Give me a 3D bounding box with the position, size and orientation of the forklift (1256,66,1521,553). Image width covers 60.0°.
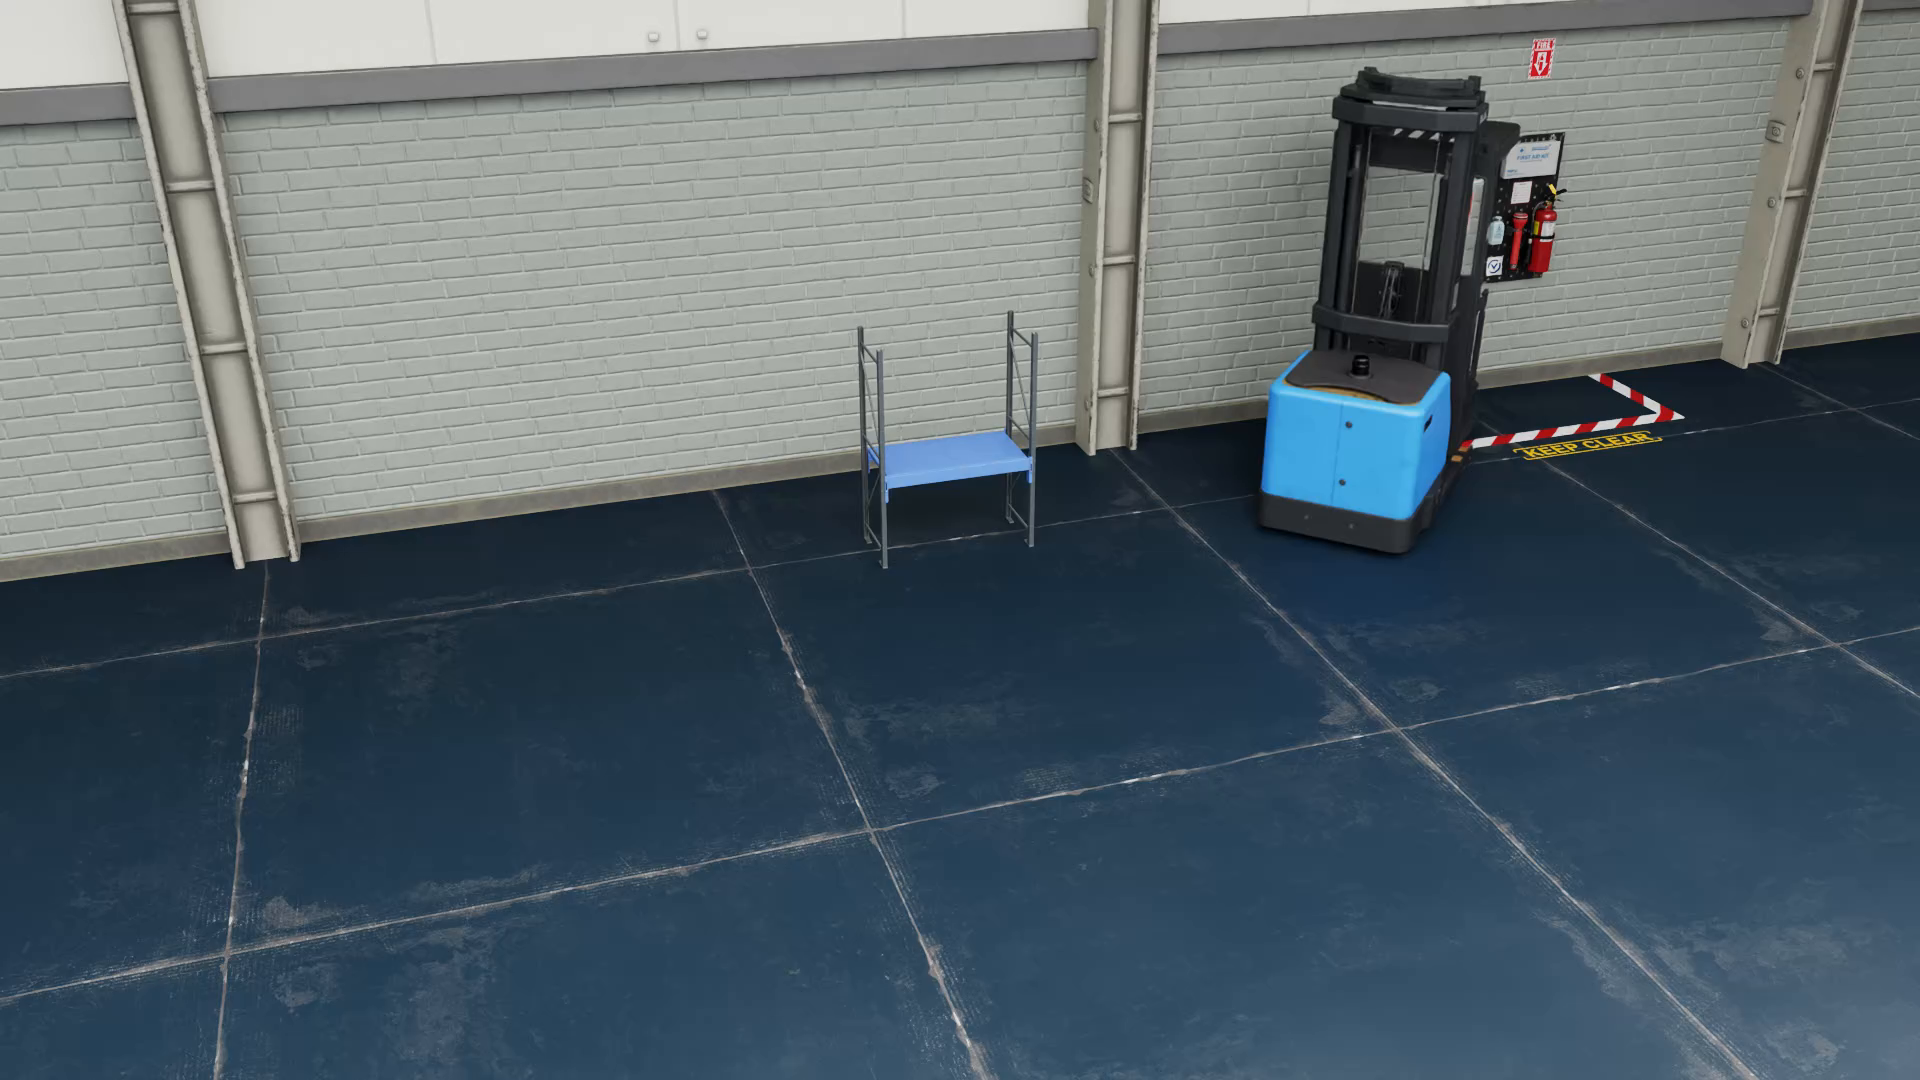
[{"bbox_3d":[3.145,-1.849,11.673,1.130,2.935,3.031,13,29,24],"label":"forklift"}]

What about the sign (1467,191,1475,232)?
[{"bbox_3d":[3.897,-2.558,12.982,0.234,0.329,0.001,-8,28,-16],"label":"sign"}]

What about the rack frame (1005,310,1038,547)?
[{"bbox_3d":[0.402,-0.730,11.028,0.032,1.500,0.500,-8,28,-16],"label":"rack frame"}]

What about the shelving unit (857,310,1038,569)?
[{"bbox_3d":[-0.081,-0.660,10.887,1.048,1.500,0.538,-8,28,-16],"label":"shelving unit"}]

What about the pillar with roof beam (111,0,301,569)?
[{"bbox_3d":[-3.261,-2.113,5.380,0.400,9.000,9.100,-8,28,-16],"label":"pillar with roof beam"}]

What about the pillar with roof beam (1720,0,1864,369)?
[{"bbox_3d":[8.149,-3.765,8.708,0.400,9.000,9.100,-8,28,-16],"label":"pillar with roof beam"}]

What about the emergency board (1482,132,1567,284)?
[{"bbox_3d":[4.454,-2.574,13.056,0.643,1.169,0.194,-8,28,-16],"label":"emergency board"}]

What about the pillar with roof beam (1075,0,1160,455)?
[{"bbox_3d":[2.444,-2.939,7.044,0.400,9.000,9.100,-8,28,-16],"label":"pillar with roof beam"}]

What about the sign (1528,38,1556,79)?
[{"bbox_3d":[4.416,-3.653,12.623,0.199,0.298,0.001,-8,28,-16],"label":"sign"}]

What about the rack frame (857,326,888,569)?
[{"bbox_3d":[-0.564,-0.590,10.746,0.032,1.500,0.500,-8,28,-16],"label":"rack frame"}]

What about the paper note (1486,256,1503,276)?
[{"bbox_3d":[4.265,-2.184,13.261,0.142,0.148,0.016,-8,28,-16],"label":"paper note"}]

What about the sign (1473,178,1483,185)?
[{"bbox_3d":[3.904,-2.792,12.858,0.331,0.109,0.001,-8,28,-16],"label":"sign"}]

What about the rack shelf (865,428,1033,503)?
[{"bbox_3d":[-0.081,-0.499,10.967,1.000,0.185,0.538,-8,28,-16],"label":"rack shelf"}]
